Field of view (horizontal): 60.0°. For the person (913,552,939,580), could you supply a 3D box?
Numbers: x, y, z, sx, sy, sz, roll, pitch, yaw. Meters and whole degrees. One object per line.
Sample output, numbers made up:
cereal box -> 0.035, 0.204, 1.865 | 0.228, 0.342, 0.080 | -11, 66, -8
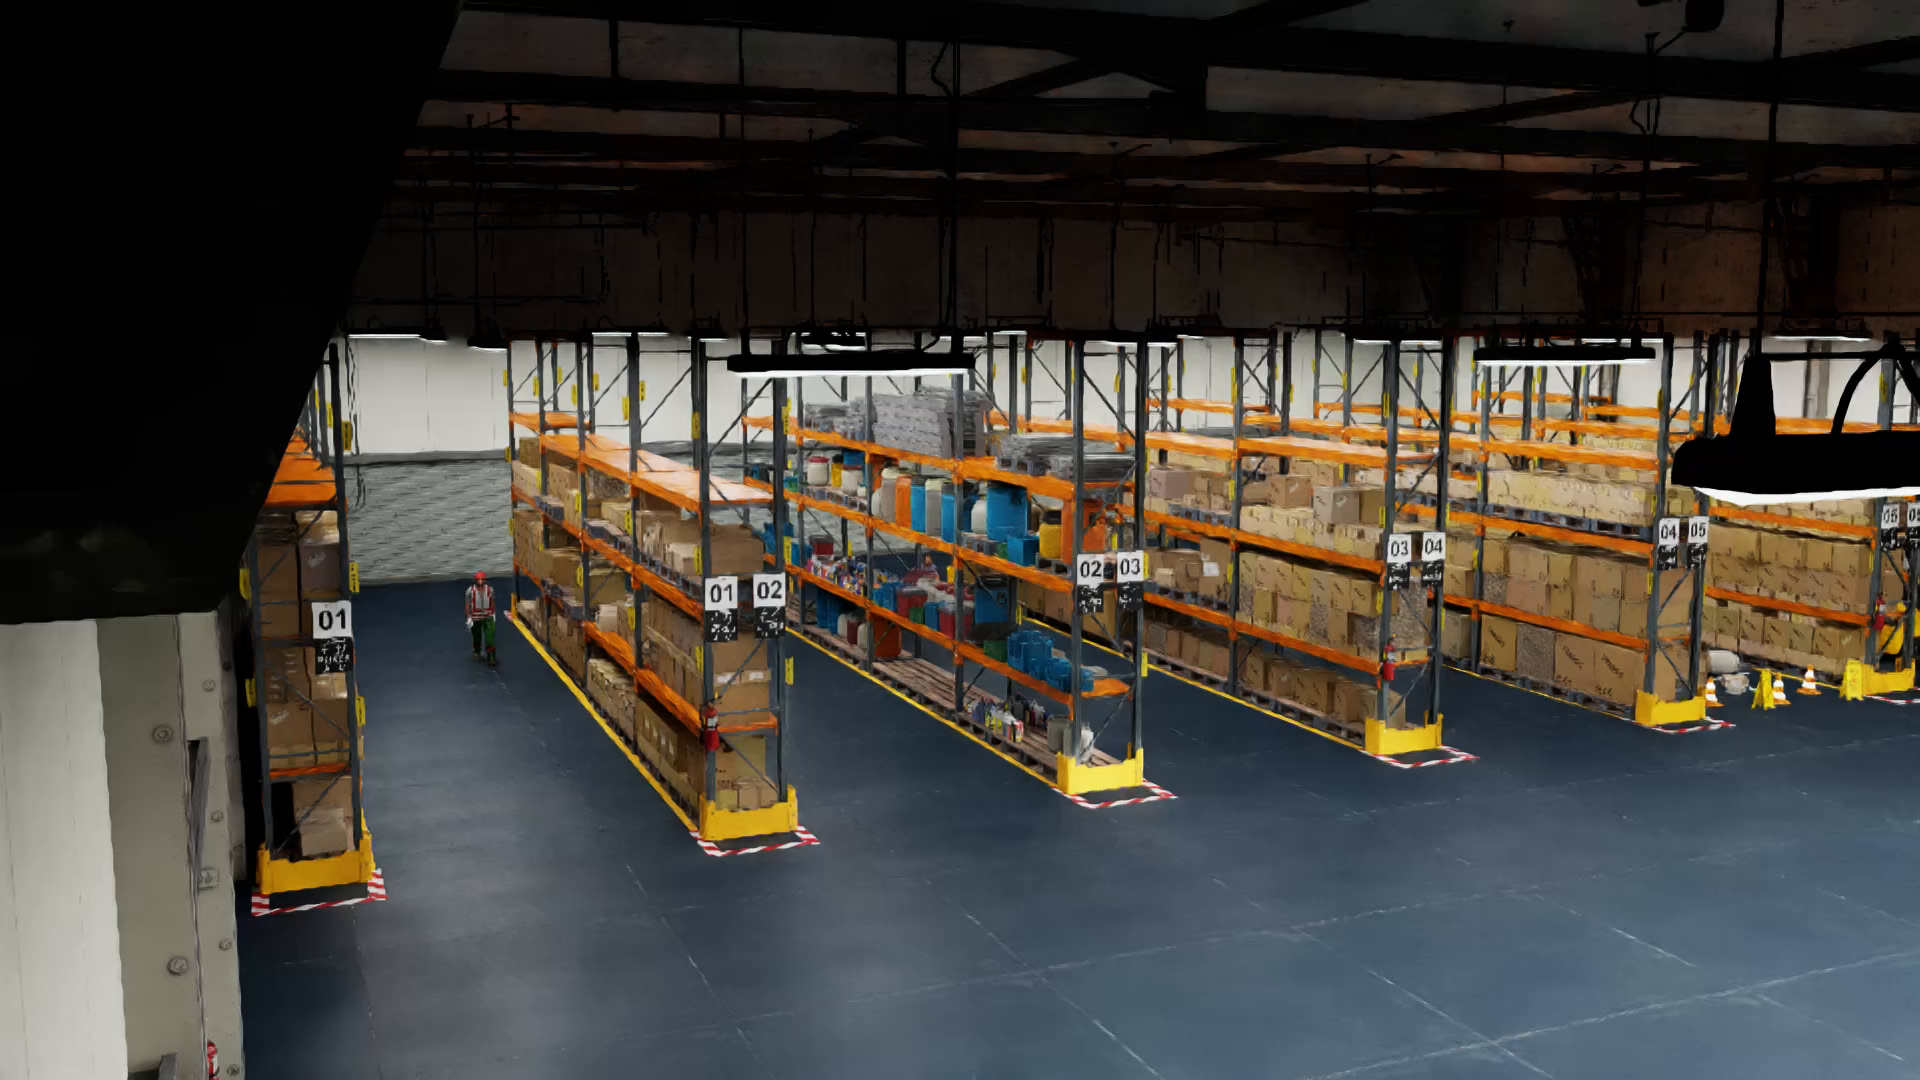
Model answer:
person -> -0.716, 1.026, 33.359 | 0.625, 1.581, 0.517 | -4, 9, -25

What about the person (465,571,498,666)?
person -> -8.650, 1.389, 30.053 | 0.553, 1.709, 1.123 | -3, 8, -21
